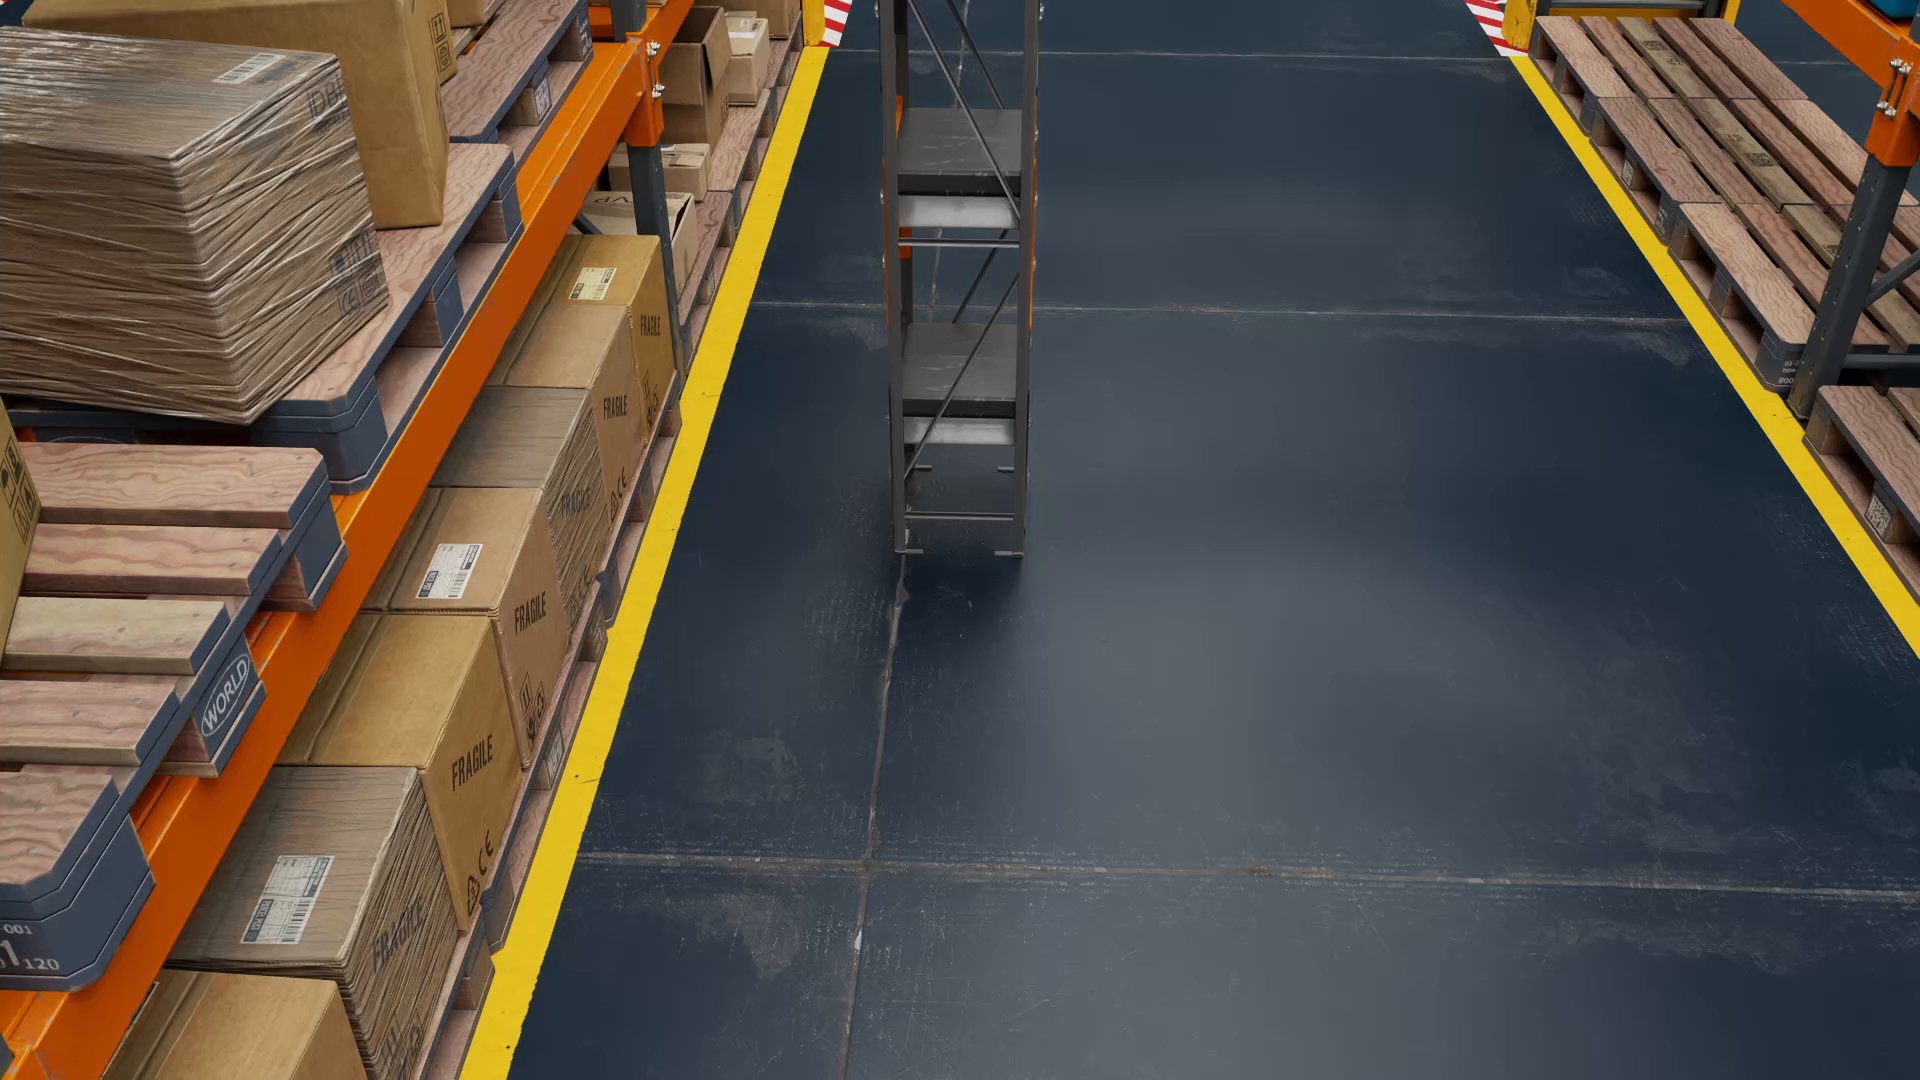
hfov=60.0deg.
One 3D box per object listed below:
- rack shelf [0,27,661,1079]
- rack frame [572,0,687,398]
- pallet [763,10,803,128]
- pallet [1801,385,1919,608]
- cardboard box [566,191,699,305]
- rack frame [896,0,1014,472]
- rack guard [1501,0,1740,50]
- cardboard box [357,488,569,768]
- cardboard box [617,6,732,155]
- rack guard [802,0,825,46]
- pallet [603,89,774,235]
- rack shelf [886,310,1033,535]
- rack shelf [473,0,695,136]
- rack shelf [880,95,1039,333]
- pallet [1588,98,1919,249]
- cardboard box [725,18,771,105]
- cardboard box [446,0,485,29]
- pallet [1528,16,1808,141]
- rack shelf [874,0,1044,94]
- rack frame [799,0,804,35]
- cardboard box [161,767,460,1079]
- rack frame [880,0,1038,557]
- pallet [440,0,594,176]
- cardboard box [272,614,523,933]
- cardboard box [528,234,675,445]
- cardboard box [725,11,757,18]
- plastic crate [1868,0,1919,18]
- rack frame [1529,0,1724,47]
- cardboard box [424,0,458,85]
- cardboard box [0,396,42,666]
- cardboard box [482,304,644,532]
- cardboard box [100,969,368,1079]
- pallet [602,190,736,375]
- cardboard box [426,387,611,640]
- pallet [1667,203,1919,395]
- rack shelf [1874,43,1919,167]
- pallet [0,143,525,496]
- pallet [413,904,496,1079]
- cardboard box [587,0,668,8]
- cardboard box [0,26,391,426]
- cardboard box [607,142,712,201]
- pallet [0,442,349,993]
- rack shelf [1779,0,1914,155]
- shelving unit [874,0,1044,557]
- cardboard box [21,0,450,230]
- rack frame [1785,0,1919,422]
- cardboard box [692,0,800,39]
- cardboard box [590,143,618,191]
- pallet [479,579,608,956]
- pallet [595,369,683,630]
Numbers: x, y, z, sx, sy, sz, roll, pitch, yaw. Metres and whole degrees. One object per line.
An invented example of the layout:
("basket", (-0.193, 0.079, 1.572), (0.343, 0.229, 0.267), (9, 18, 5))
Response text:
("rack shelf", (-1.582, -0.341, 3.752), (1.077, 0.370, 4.000), (1, 35, 2))
("rack frame", (-1.502, -1.784, 5.180), (1.000, 3.000, 0.127), (1, 35, 2))
("pallet", (-1.375, -2.439, 8.538), (1.003, 0.211, 1.213), (1, 35, 2))
("pallet", (3.375, -0.084, 5.186), (1.003, 0.211, 1.213), (1, 35, 2))
("cardboard box", (-1.269, -1.100, 6.162), (0.500, 0.311, 0.500), (1, 35, 2))
("rack frame", (0.016, -1.094, 4.981), (0.400, 2.100, 0.015), (1, 35, 2))
("rack guard", (3.596, -2.957, 9.023), (1.175, 0.500, 0.348), (1, 35, 2))
("cardboard box", (-1.302, 0.213, 4.130), (0.500, 0.500, 0.500), (0, 35, 0))
("cardboard box", (-1.431, -2.022, 7.307), (0.797, 0.503, 0.637), (1, 35, 2))
("rack guard", (-1.344, -3.016, 9.106), (1.175, 0.500, 0.348), (1, 35, 2))
("pallet", (-1.427, -1.740, 7.543), (1.003, 0.211, 1.213), (1, 35, 2))
("rack shelf", (0.007, -0.370, 5.192), (0.431, 0.518, 0.480), (1, 35, 2))
("rack shelf", (-1.421, -2.639, 7.022), (1.077, 0.370, 4.000), (1, 35, 2))
("rack shelf", (0.007, -0.943, 4.789), (0.431, 0.518, 0.480), (1, 35, 2))
("pallet", (3.485, -1.653, 7.418), (1.003, 0.211, 1.213), (1, 35, 2))
("cardboard box", (-1.185, -2.274, 7.886), (0.500, 0.250, 0.500), (1, 35, 2))
("cardboard box", (-1.744, -1.730, 4.650), (0.700, 0.500, 0.500), (-10, 36, -14))
("pallet", (3.536, -2.352, 8.413), (1.003, 0.211, 1.213), (1, 35, 2))
("rack shelf", (0.007, -1.516, 4.387), (0.431, 0.518, 0.480), (1, 35, 2))
("rack frame", (-1.341, -4.082, 8.450), (1.000, 3.000, 0.127), (1, 35, 2))
("cardboard box", (-1.343, 0.801, 3.293), (0.500, 0.500, 0.500), (0, 35, 0))
("rack frame", (-0.003, -0.814, 4.582), (0.400, 2.100, 0.015), (1, 35, 2))
("pallet", (-1.643, -1.249, 4.585), (1.003, 0.211, 1.213), (1, 35, 2))
("cardboard box", (-1.318, 0.513, 3.703), (0.500, 0.500, 0.500), (1, 35, 1))
("cardboard box", (-1.235, -0.651, 5.359), (0.500, 0.500, 0.500), (1, 35, 2))
("cardboard box", (-1.223, -2.554, 8.357), (0.380, 0.166, 0.250), (1, 35, 2))
("plastic crate", (3.126, -1.962, 5.394), (0.392, 0.384, 0.575), (1, 35, 2))
("rack frame", (3.608, -3.966, 8.284), (1.000, 3.000, 0.127), (1, 35, 2))
("cardboard box", (-1.708, -1.333, 4.086), (0.700, 0.500, 0.500), (7, 36, 9))
("cardboard box", (-1.750, -0.063, 2.279), (0.700, 0.500, 0.500), (-10, 36, -14))
("cardboard box", (-1.263, -0.367, 4.955), (0.500, 0.500, 0.500), (1, 35, 2))
("cardboard box", (-1.358, 1.102, 2.865), (0.500, 0.500, 0.500), (3, 35, 4))
("pallet", (-1.473, -1.038, 6.543), (1.003, 0.211, 1.213), (1, 35, 2))
("cardboard box", (-1.284, -0.079, 4.545), (0.500, 0.500, 0.500), (2, 35, 2))
("pallet", (3.438, -0.950, 6.418), (1.003, 0.211, 1.213), (1, 35, 2))
("rack shelf", (3.367, -0.224, 3.586), (1.077, 0.370, 4.000), (1, 35, 2))
("pallet", (-1.589, -0.525, 3.555), (1.003, 0.211, 1.213), (1, 35, 2))
("pallet", (-1.594, 1.227, 3.321), (1.003, 0.211, 1.213), (1, 35, 2))
("cardboard box", (-1.209, -2.111, 5.559), (0.500, 0.500, 0.500), (2, 35, 3))
("cardboard box", (-1.522, -0.584, 3.020), (0.700, 0.500, 0.500), (8, 36, 11))
("cardboard box", (-1.244, -1.538, 6.911), (0.380, 0.166, 0.250), (1, 35, 2))
("pallet", (-1.705, 0.202, 2.521), (1.213, 0.211, 1.003), (1, 35, 2))
("rack shelf", (3.528, -2.522, 6.856), (1.077, 0.370, 4.000), (1, 35, 2))
("shelving unit", (0.007, -0.954, 4.782), (0.431, 2.100, 0.503), (1, 35, 2))
("cardboard box", (-1.511, -0.980, 3.584), (0.700, 0.500, 0.500), (-7, 36, -10))
("rack frame", (3.448, -1.667, 5.014), (1.000, 3.000, 0.127), (1, 35, 2))
("cardboard box", (-1.117, -2.921, 8.589), (0.500, 0.500, 0.500), (1, 35, 2))
("cardboard box", (-1.732, -1.629, 6.915), (0.500, 0.311, 0.500), (1, 35, 2))
("pallet", (-1.543, 0.528, 4.315), (1.003, 0.211, 1.213), (1, 35, 2))
("pallet", (-1.496, -0.175, 5.315), (1.003, 0.211, 1.213), (1, 35, 2))
